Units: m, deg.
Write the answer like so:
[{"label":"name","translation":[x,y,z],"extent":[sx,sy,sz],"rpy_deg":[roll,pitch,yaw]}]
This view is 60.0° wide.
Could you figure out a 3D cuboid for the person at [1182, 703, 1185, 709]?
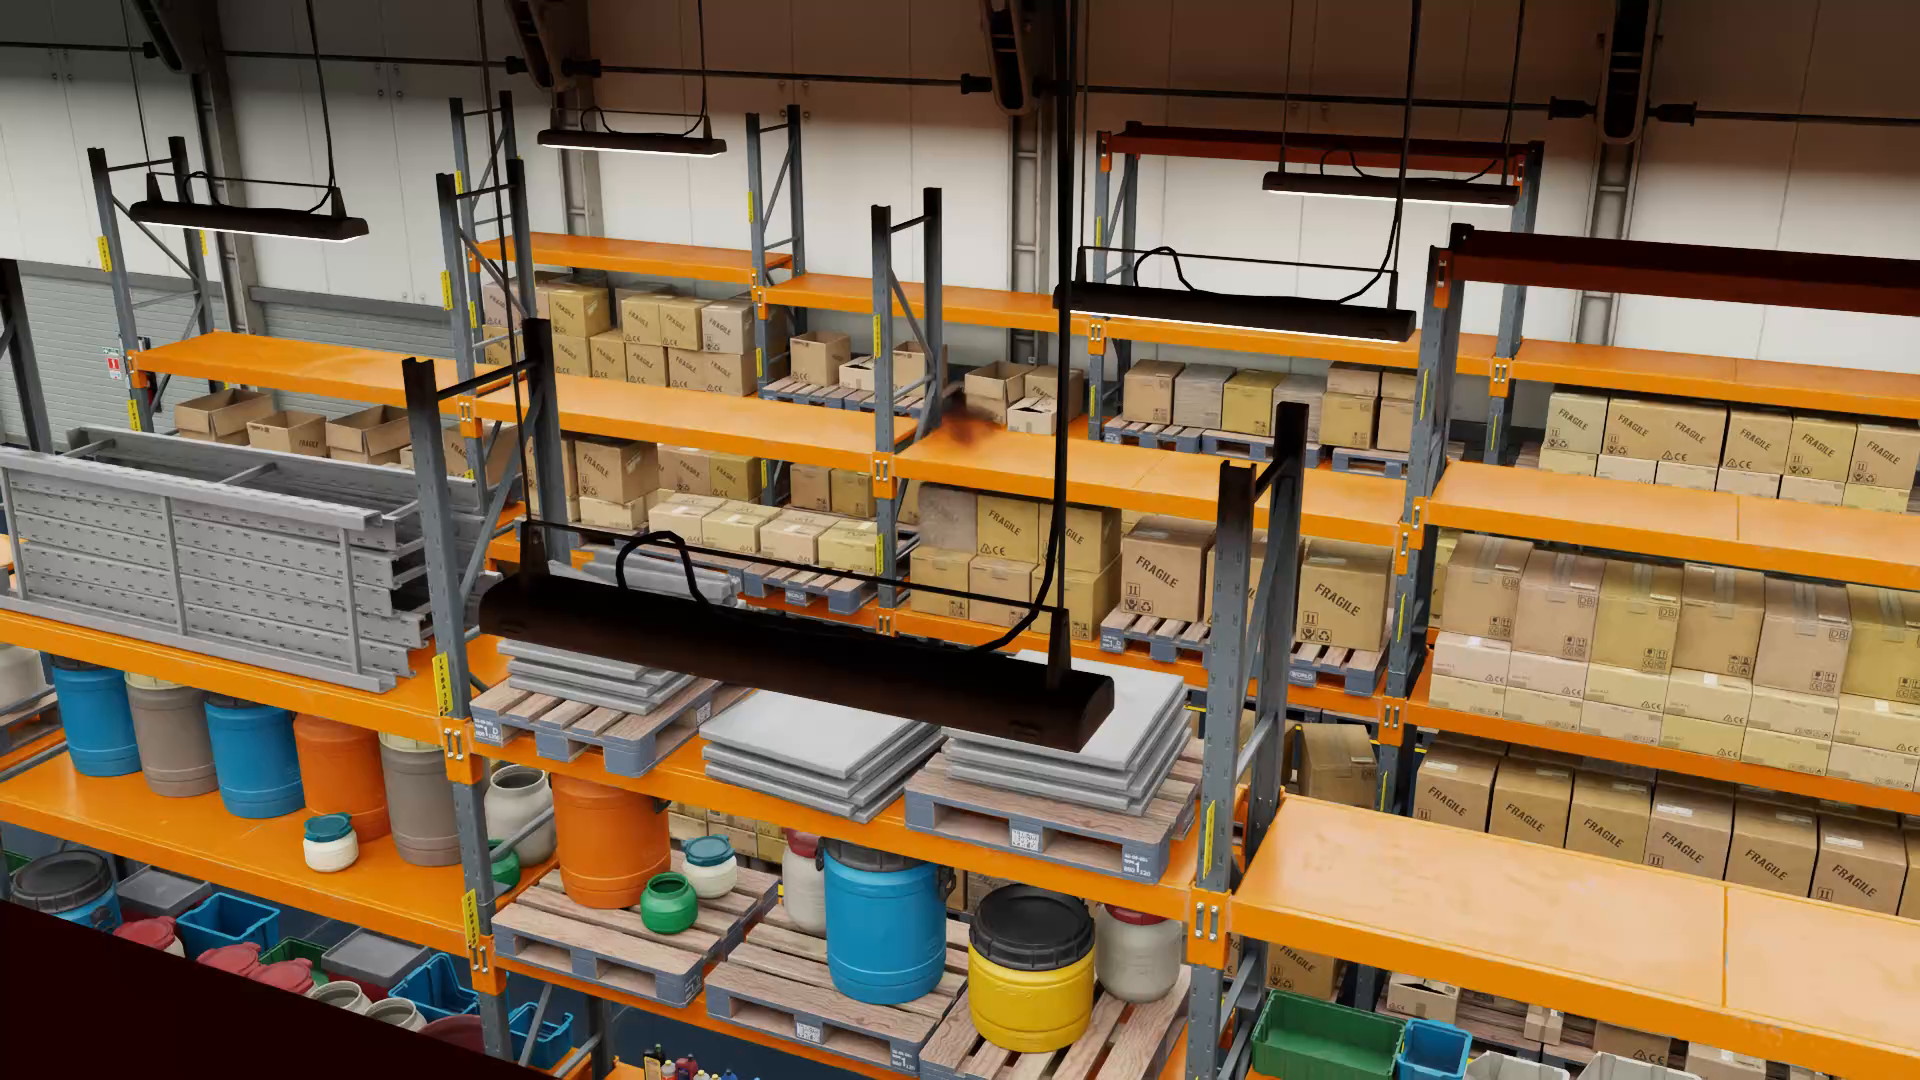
[{"label":"person","translation":[1.724,1.937,14.970],"extent":[0.622,1.787,0.414],"rpy_deg":[8,22,20]}]

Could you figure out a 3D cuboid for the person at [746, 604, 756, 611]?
[{"label":"person","translation":[-2.518,0.614,18.683],"extent":[0.579,1.692,0.335],"rpy_deg":[14,25,33]}]
